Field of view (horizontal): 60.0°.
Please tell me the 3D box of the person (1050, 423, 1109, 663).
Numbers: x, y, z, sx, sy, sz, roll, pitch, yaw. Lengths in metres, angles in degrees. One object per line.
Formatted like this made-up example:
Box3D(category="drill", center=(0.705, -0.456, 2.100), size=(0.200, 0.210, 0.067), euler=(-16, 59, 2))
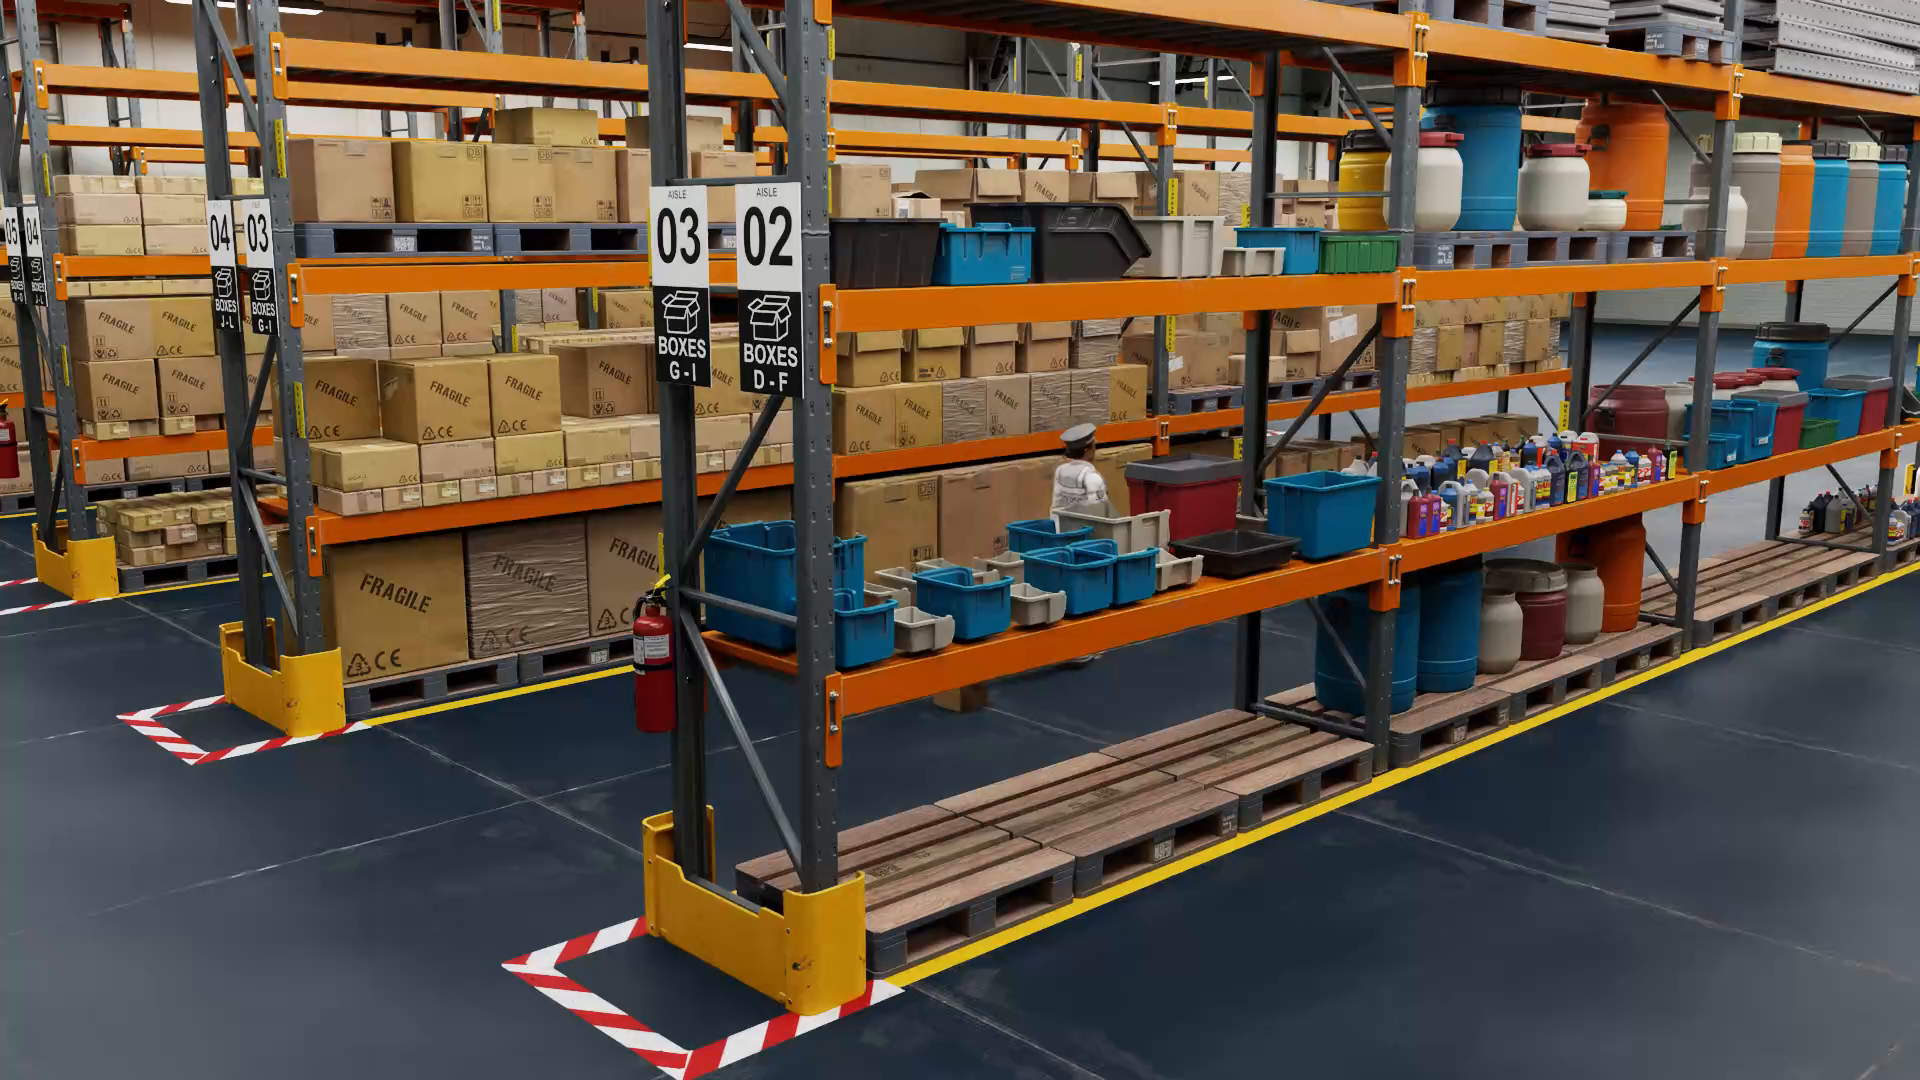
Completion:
Box3D(category="person", center=(0.870, 0.050, 11.592), size=(0.484, 1.740, 0.518), euler=(-6, 12, -28))
